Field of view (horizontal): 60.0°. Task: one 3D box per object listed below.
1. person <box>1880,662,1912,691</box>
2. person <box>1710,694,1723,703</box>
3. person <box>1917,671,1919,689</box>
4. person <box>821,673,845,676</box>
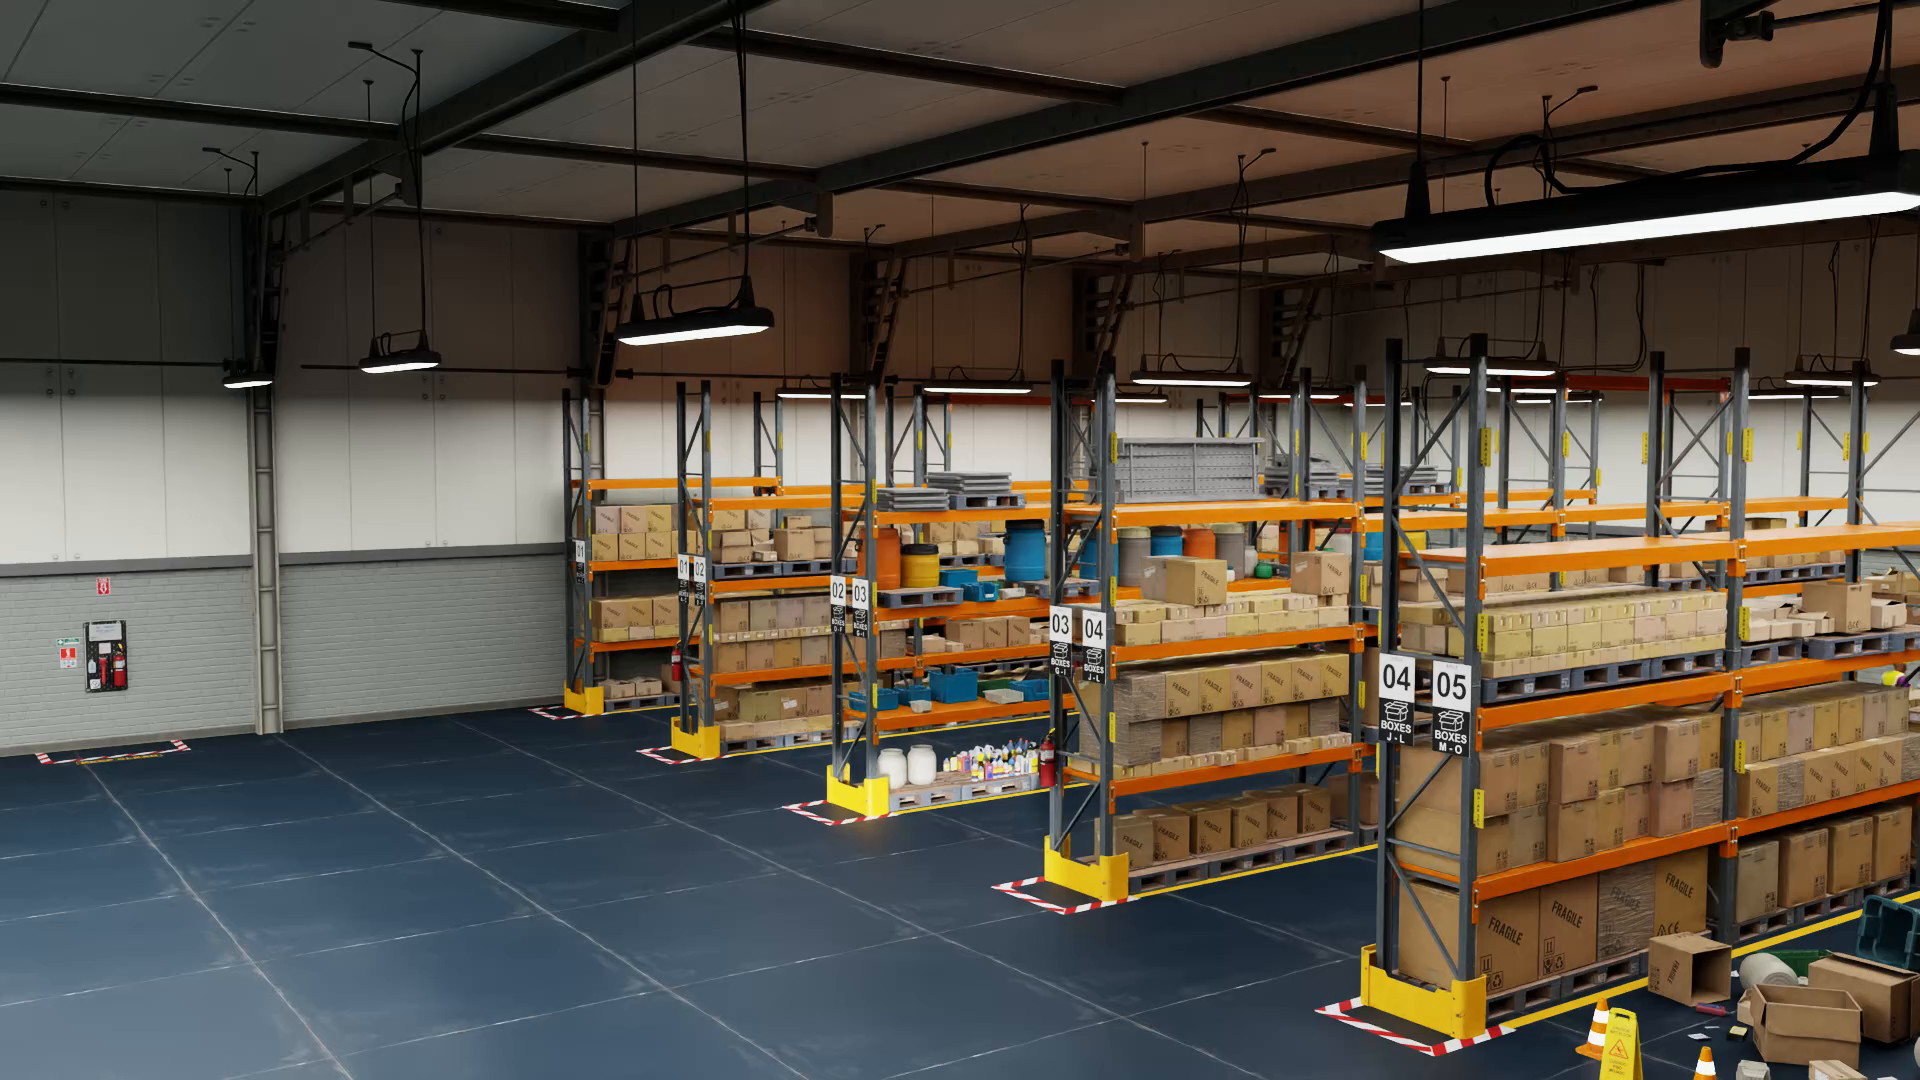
[{"bbox_3d":[14.360,2.670,25.504,0.395,1.838,0.602,-1,4,-12],"label":"person"},{"bbox_3d":[10.711,2.806,23.139,0.634,1.820,0.444,2,4,29],"label":"person"},{"bbox_3d":[16.797,2.455,28.504,0.565,1.758,0.935,0,4,-2],"label":"person"},{"bbox_3d":[-2.355,2.406,30.250,0.432,1.605,0.992,3,5,42],"label":"person"}]
